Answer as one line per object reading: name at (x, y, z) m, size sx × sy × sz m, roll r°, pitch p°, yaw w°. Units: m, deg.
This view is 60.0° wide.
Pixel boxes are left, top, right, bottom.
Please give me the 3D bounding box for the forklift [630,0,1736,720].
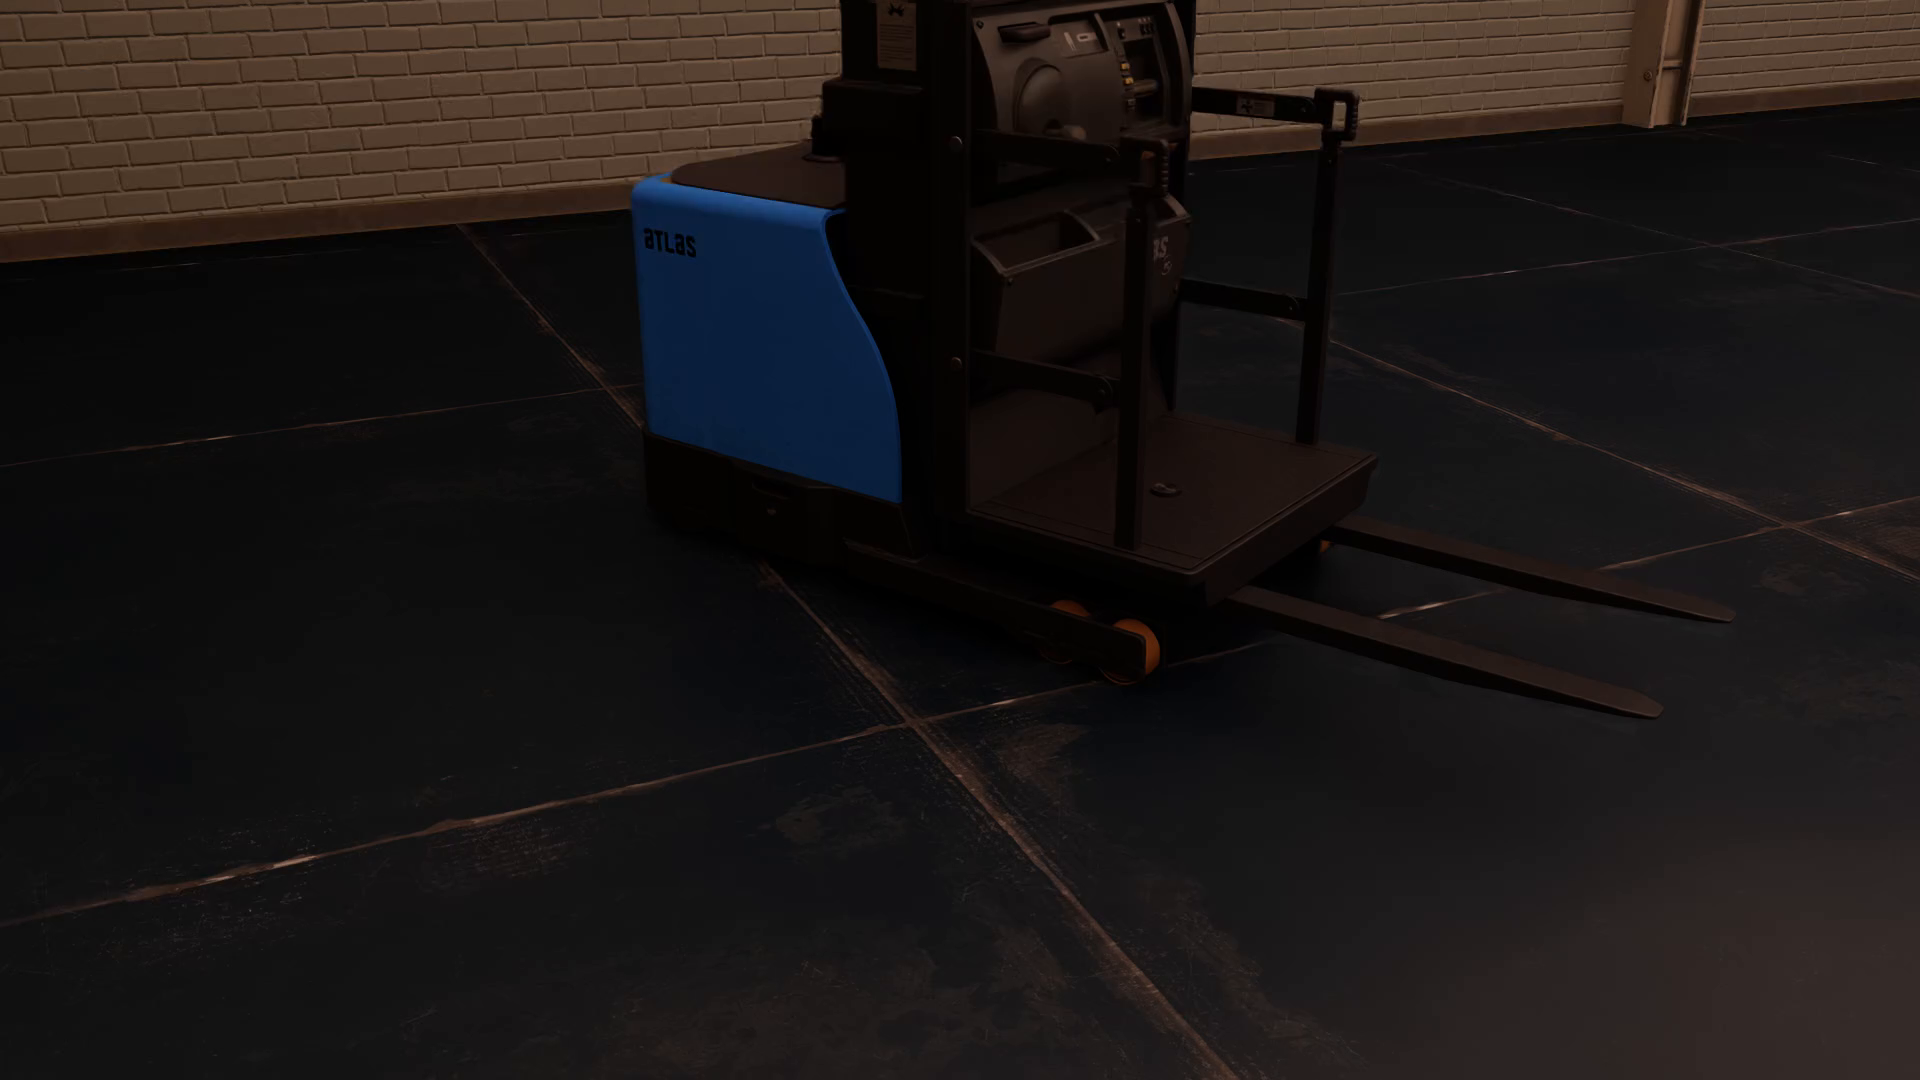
forklift at (0.502, -1.215, 4.211) m, size 3.031 × 2.935 × 1.130 m, roll 16°, pitch 28°, yaw 34°
